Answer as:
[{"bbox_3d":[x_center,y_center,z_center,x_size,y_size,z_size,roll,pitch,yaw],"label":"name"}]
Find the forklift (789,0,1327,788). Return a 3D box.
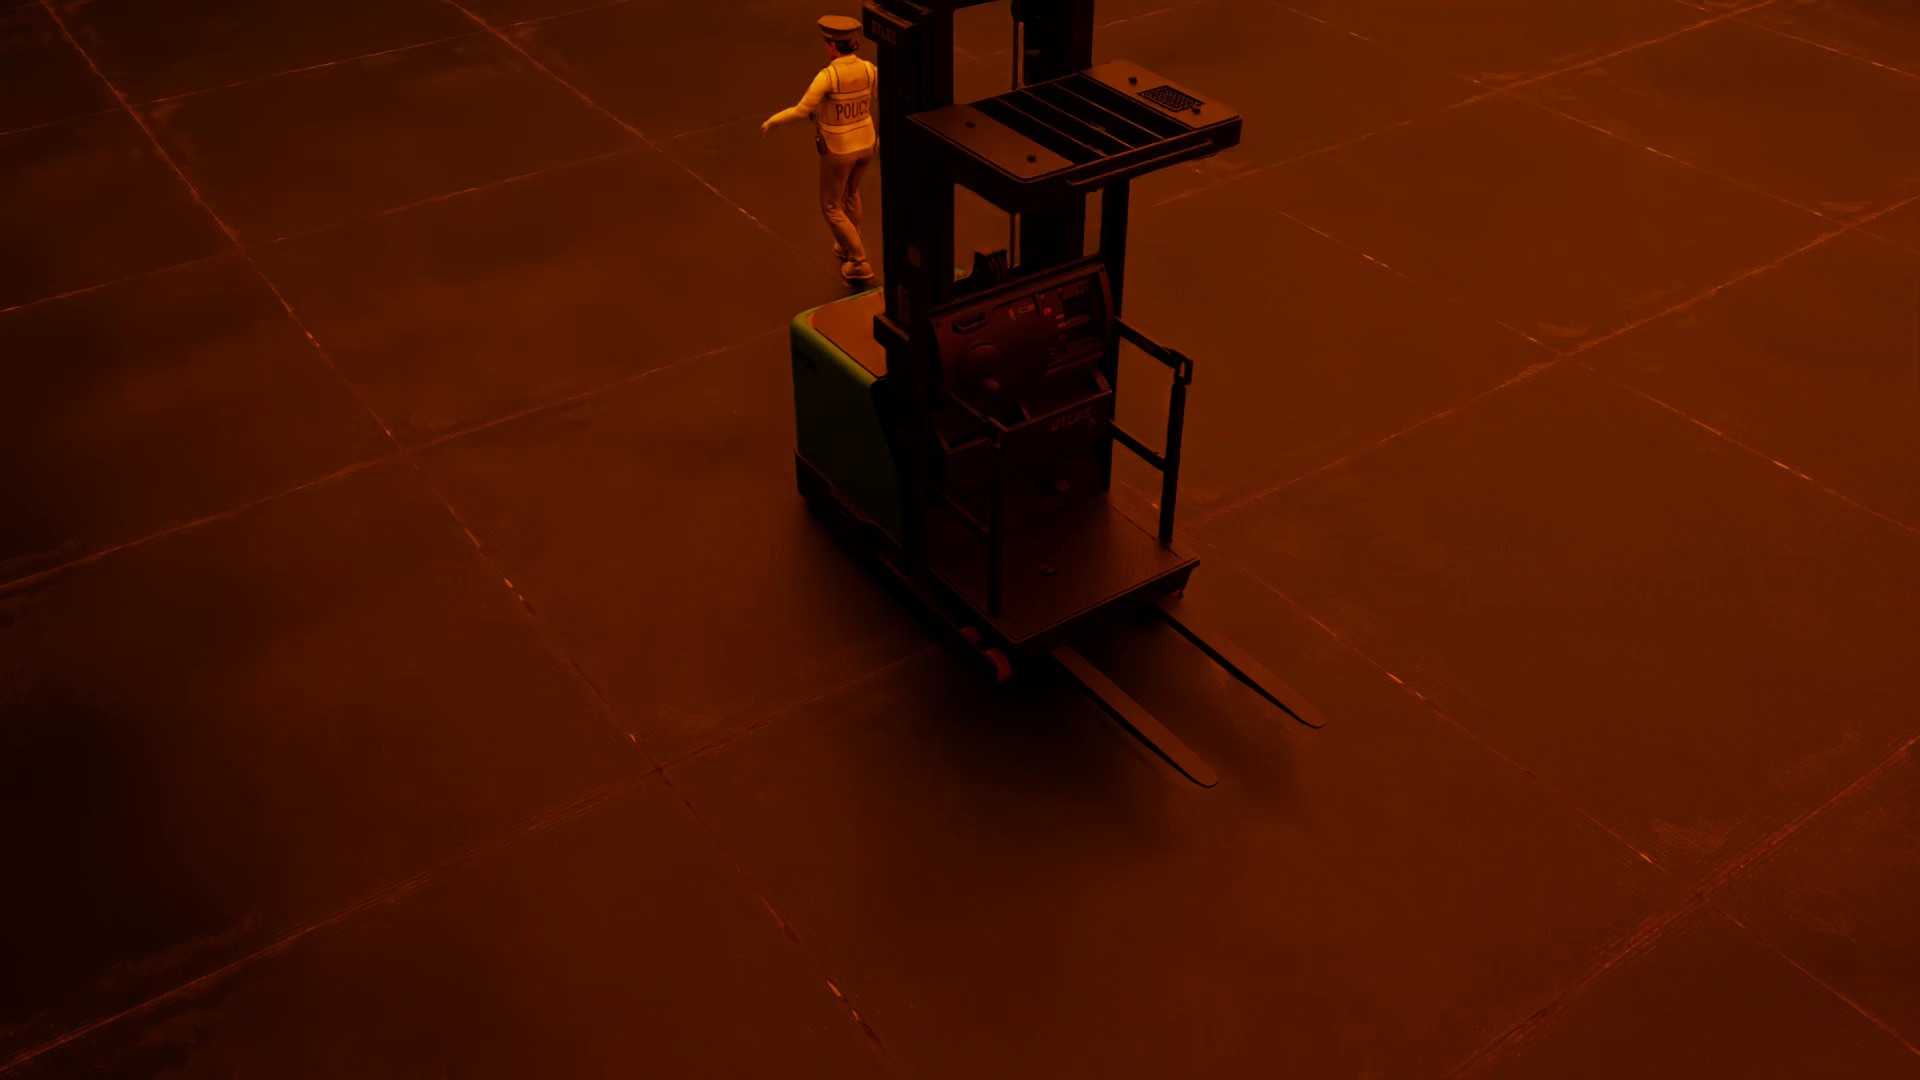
[{"bbox_3d":[0.406,-0.854,7.100,1.130,2.935,3.031,-23,42,-27],"label":"forklift"}]

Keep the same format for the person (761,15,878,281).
[{"bbox_3d":[-0.700,-2.425,10.318,0.855,1.650,0.710,-26,44,-31],"label":"person"}]
